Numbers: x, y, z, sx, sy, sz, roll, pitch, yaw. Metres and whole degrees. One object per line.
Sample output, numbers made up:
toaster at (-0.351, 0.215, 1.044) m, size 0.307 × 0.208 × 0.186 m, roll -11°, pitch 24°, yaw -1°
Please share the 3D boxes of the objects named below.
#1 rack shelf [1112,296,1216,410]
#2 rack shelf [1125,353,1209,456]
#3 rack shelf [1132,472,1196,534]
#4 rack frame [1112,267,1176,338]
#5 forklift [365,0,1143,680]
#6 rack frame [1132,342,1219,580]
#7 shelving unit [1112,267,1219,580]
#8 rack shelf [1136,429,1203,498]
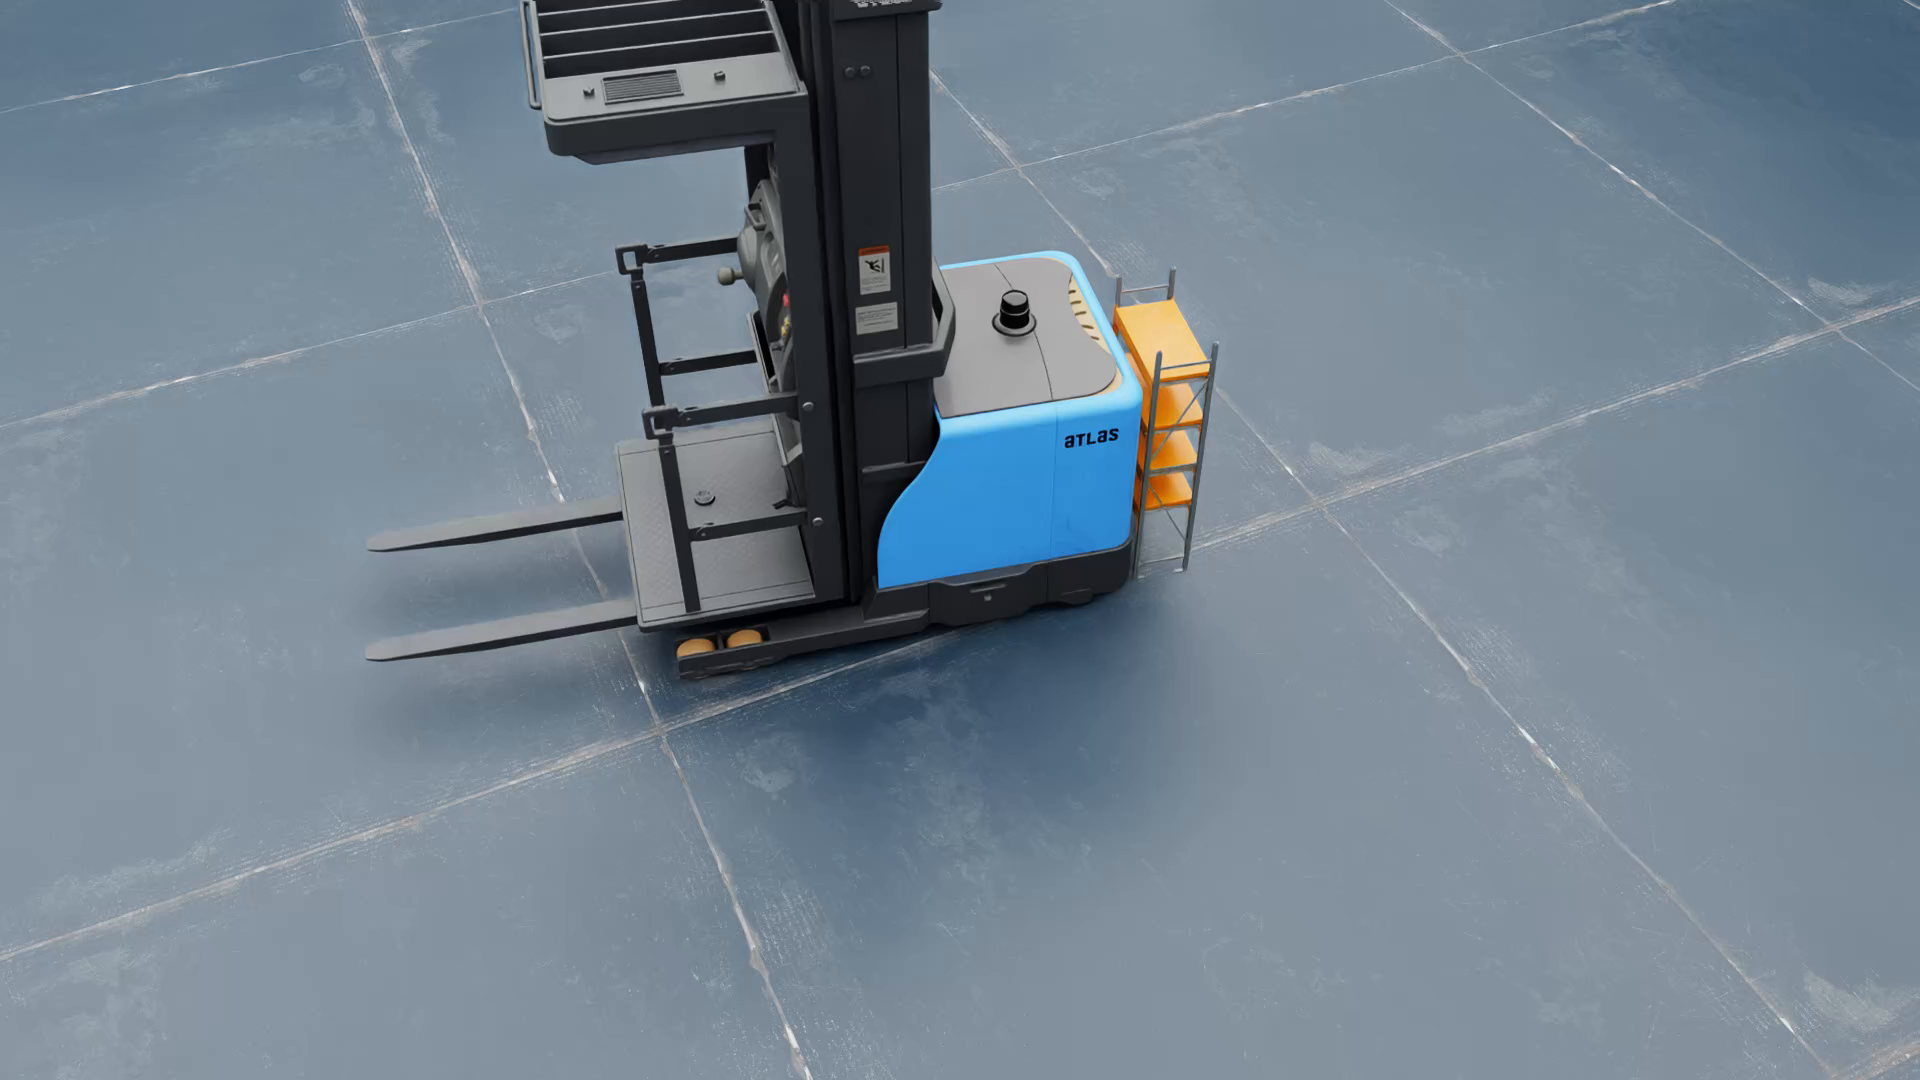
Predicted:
rack shelf at (0.782, -0.729, 6.444) m, size 0.258 × 0.148 × 0.480 m, roll -9°, pitch 45°, yaw -10°
rack shelf at (0.782, -0.561, 6.610) m, size 0.258 × 0.148 × 0.480 m, roll -9°, pitch 45°, yaw -10°
rack shelf at (0.780, -0.260, 6.906) m, size 0.258 × 0.148 × 0.480 m, roll -9°, pitch 45°, yaw -10°
rack frame at (0.724, -0.616, 6.888) m, size 0.240 × 1.200 × 0.015 m, roll -9°, pitch 45°, yaw -10°
forklift at (-0.876, -0.907, 5.951) m, size 3.031 × 2.935 × 1.130 m, roll -10°, pitch 45°, yaw -10°
rack frame at (0.838, -0.283, 6.551) m, size 0.240 × 1.200 × 0.015 m, roll -9°, pitch 45°, yaw -10°
shelving unit at (0.781, -0.449, 6.719) m, size 0.258 × 1.200 × 0.503 m, roll -9°, pitch 45°, yaw -10°
rack shelf at (0.781, -0.402, 6.767) m, size 0.258 × 0.148 × 0.480 m, roll -9°, pitch 45°, yaw -10°
